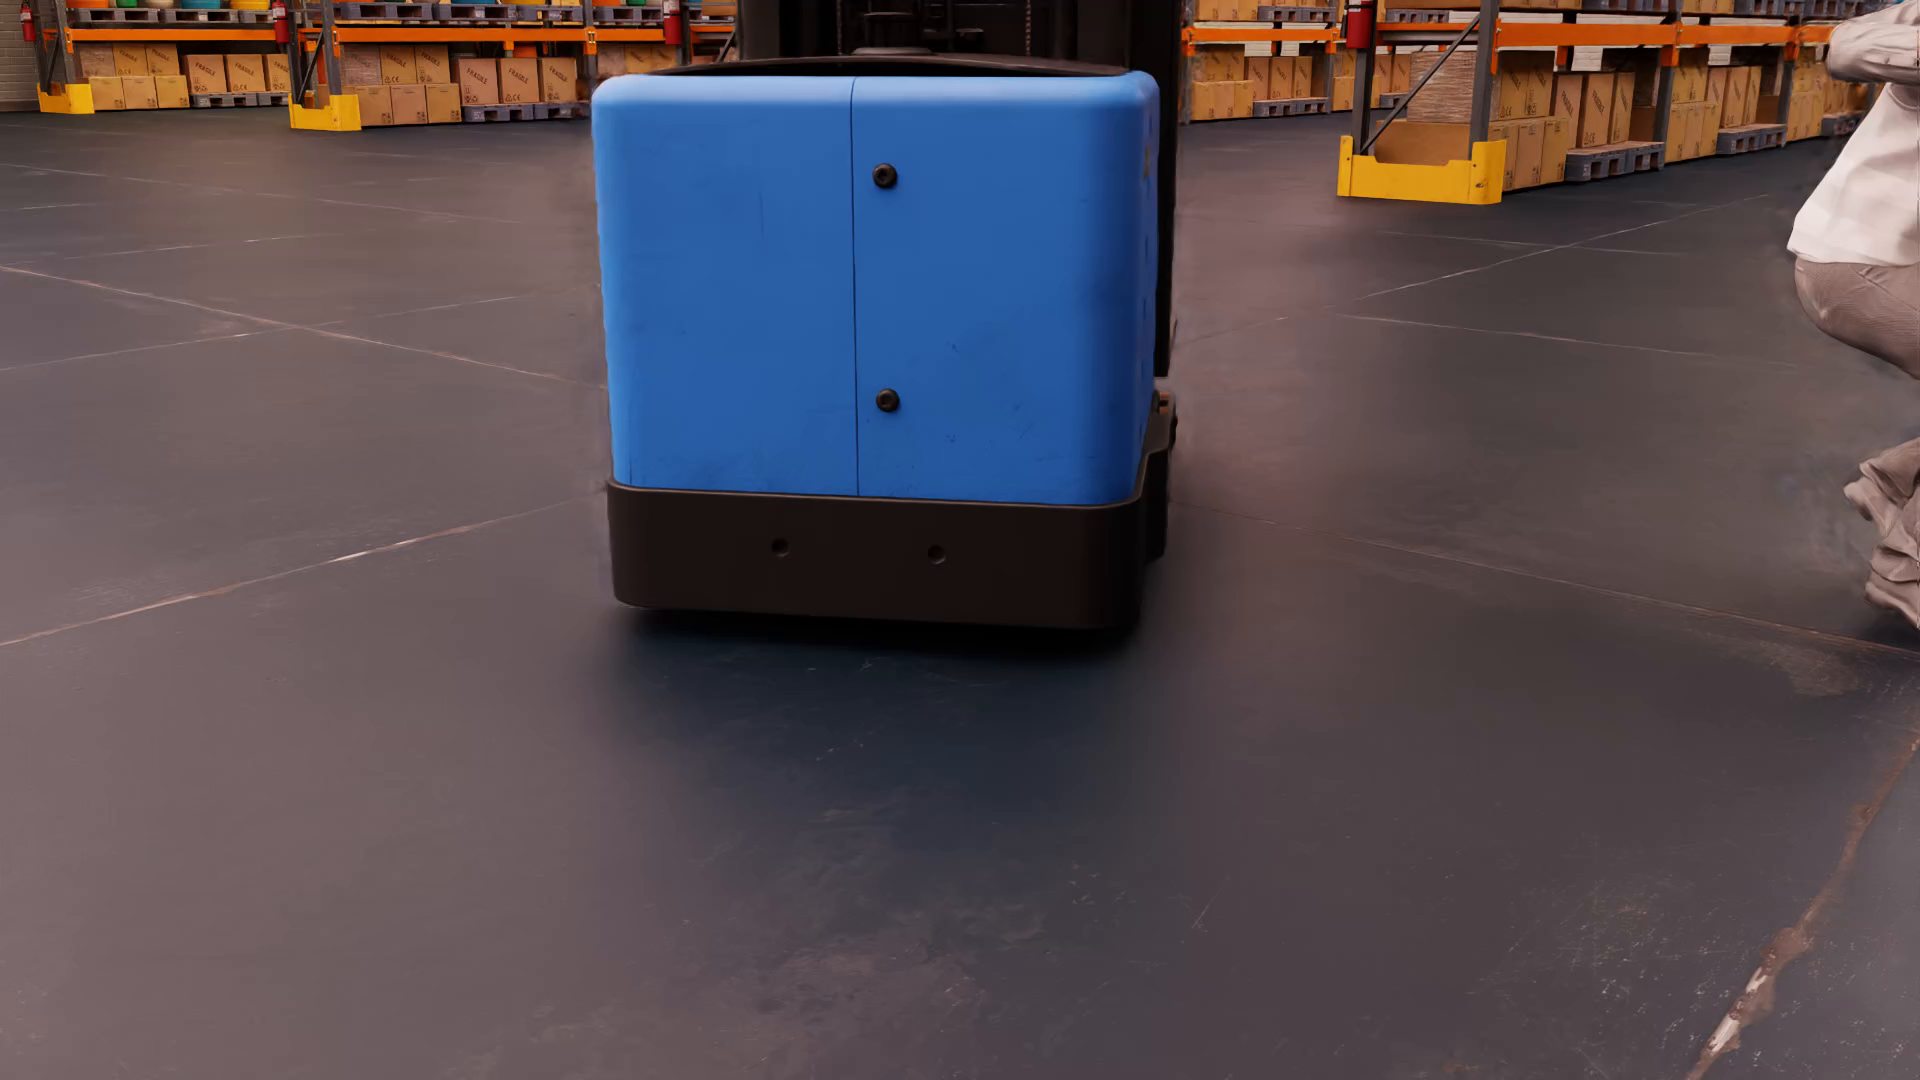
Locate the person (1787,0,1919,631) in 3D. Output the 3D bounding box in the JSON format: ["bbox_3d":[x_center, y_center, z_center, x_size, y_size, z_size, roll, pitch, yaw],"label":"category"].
[{"bbox_3d":[2.072,-0.539,3.167,0.767,1.497,0.957,-9,19,-27],"label":"person"}]

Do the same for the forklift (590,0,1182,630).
[{"bbox_3d":[0.033,-1.617,4.222,1.130,2.935,3.031,3,17,8],"label":"forklift"}]
